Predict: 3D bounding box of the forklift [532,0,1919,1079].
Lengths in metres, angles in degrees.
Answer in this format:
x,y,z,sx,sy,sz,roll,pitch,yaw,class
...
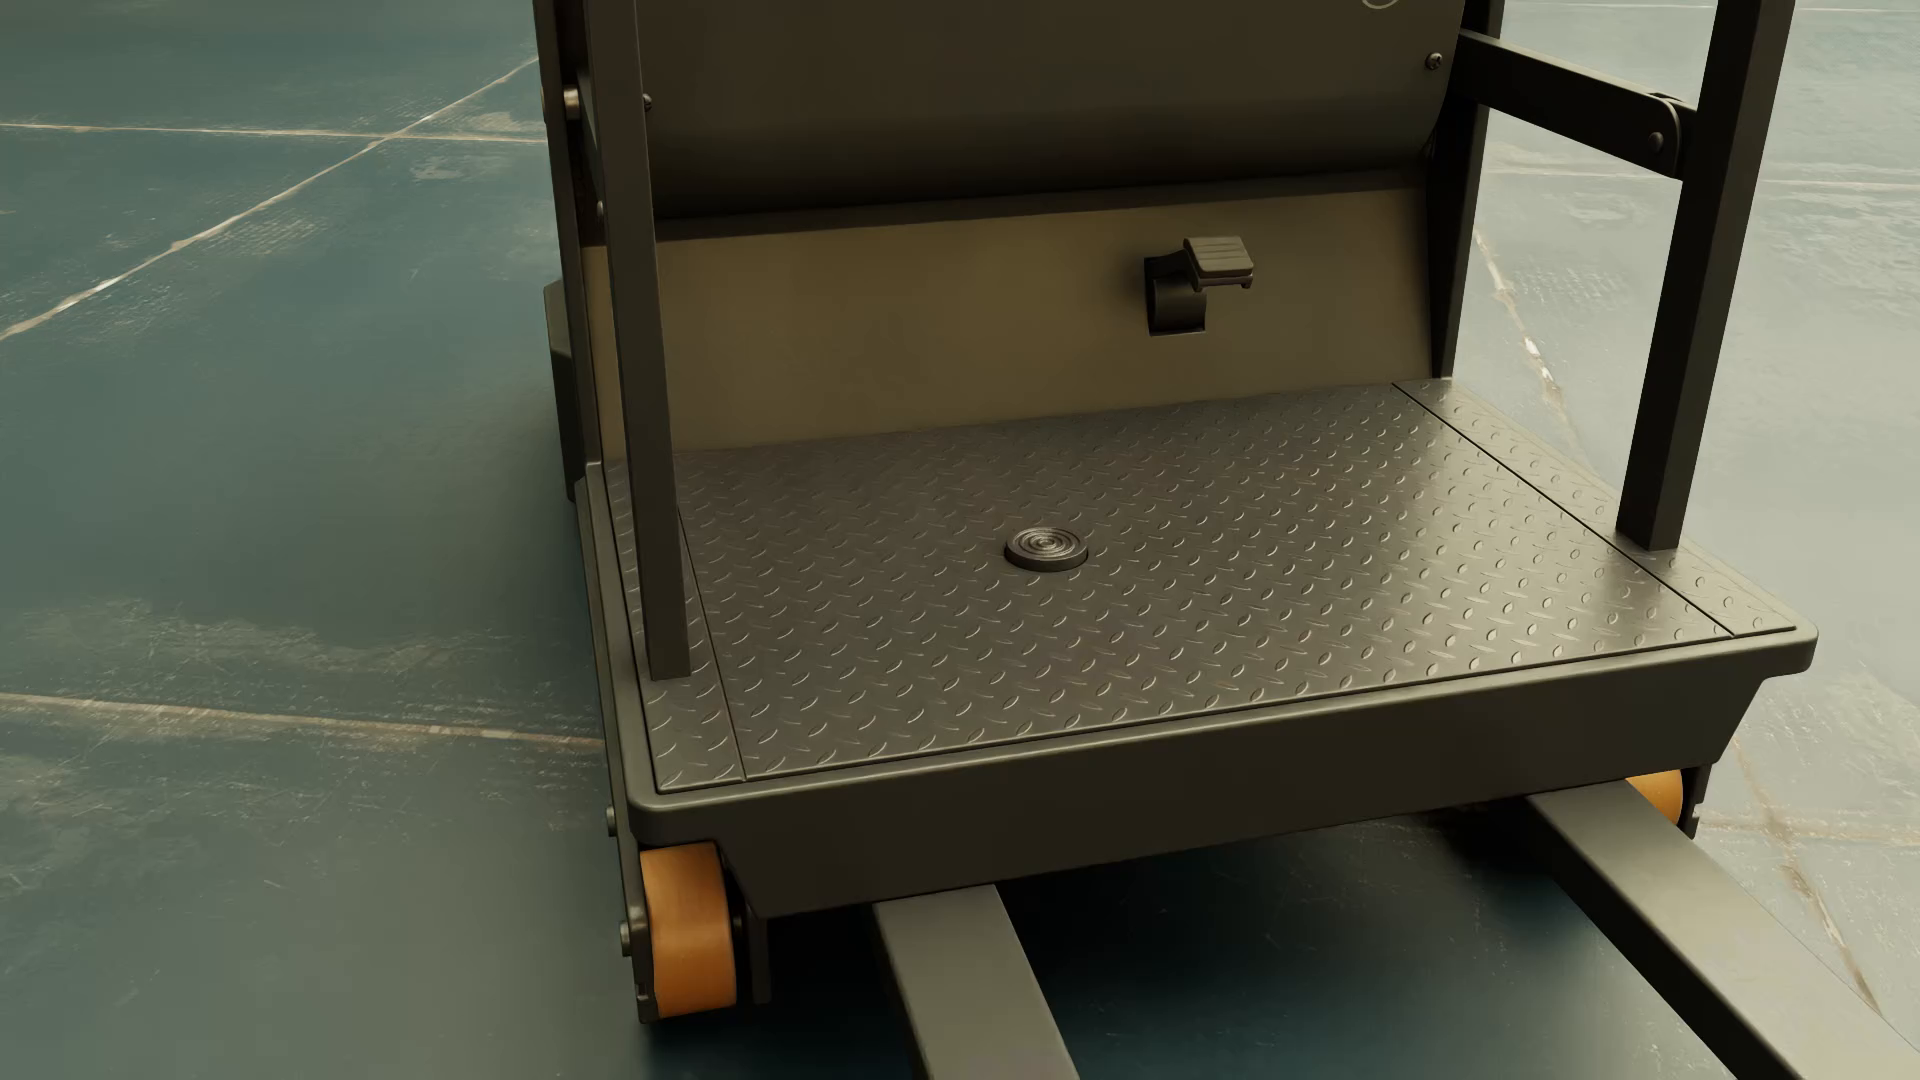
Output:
x,y,z,sx,sy,sz,roll,pitch,yaw,class
0.153,-1.049,1.319,1.130,2.935,3.031,-7,27,-13,forklift
